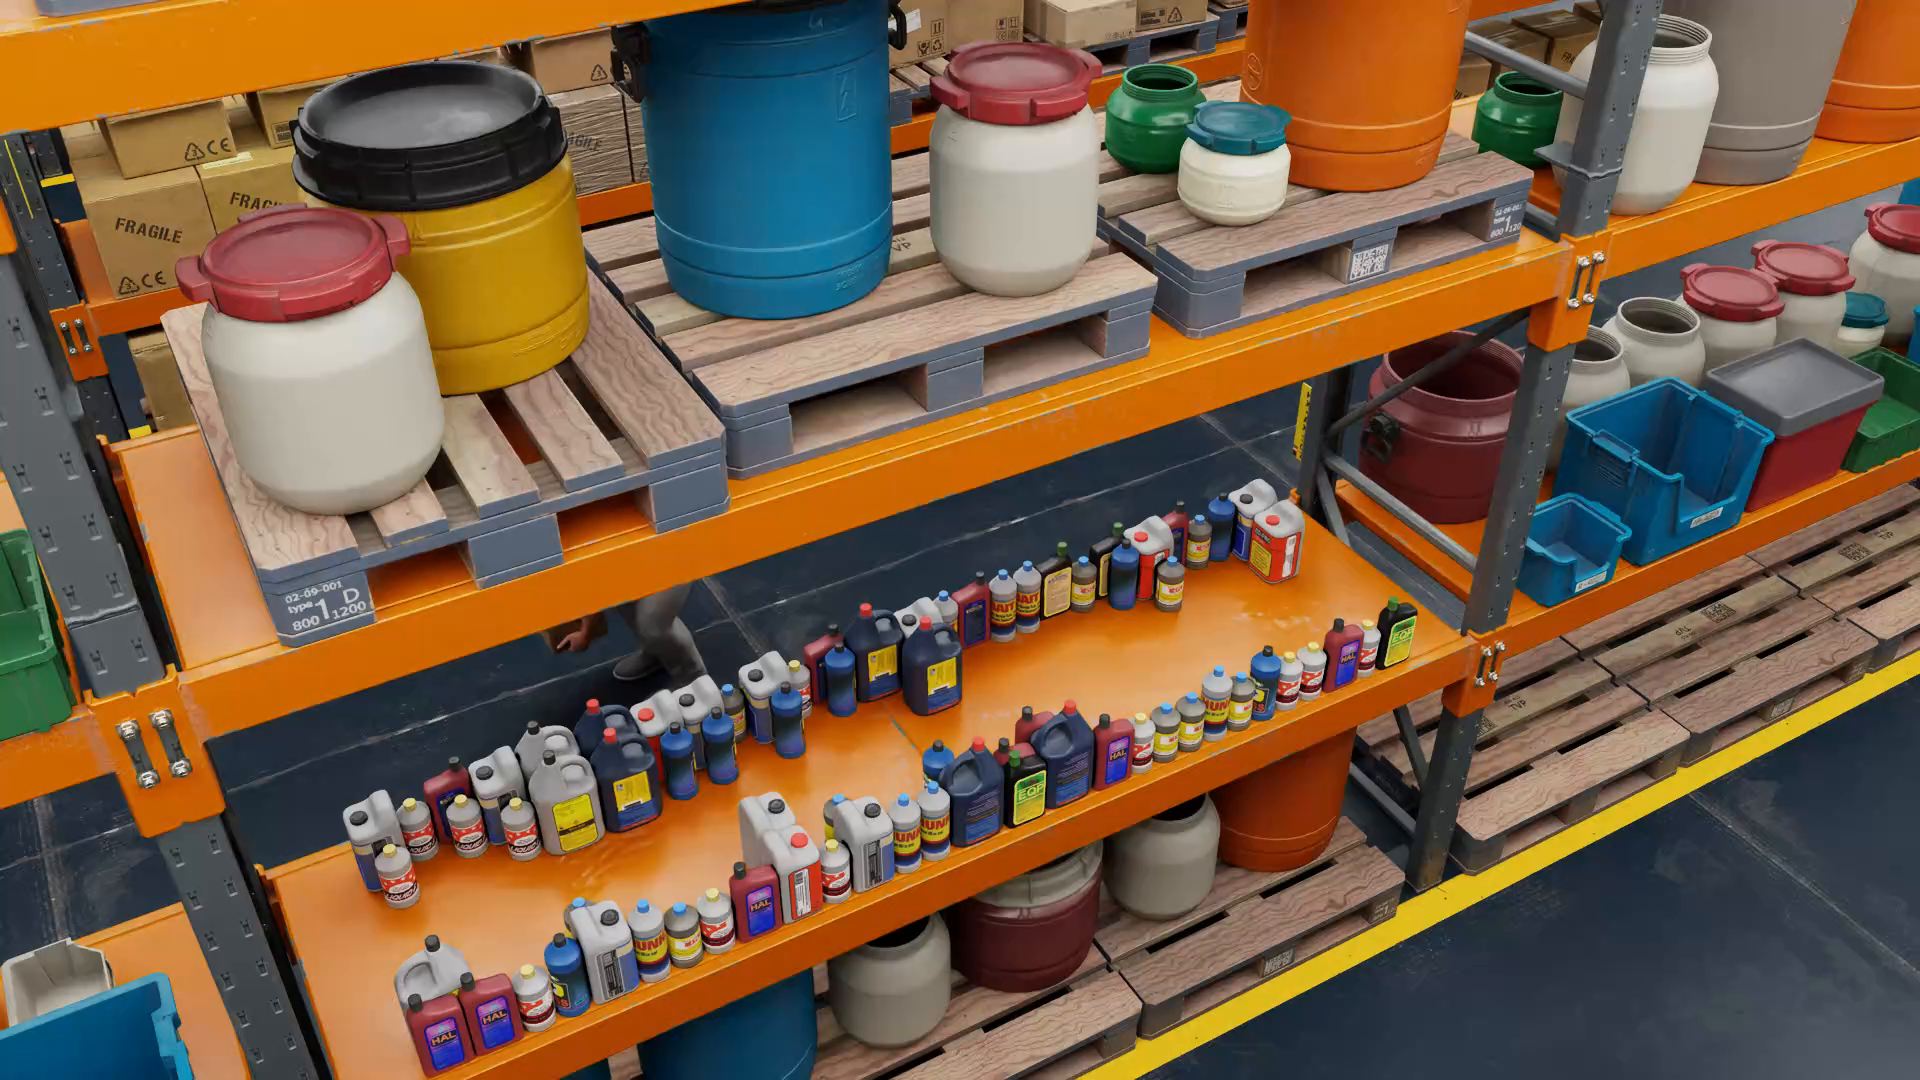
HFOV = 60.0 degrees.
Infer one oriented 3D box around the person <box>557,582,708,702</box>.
[{"bbox_3d":[-1.504,0.163,7.052,0.987,1.342,0.482,-20,41,-25],"label":"person"}]
